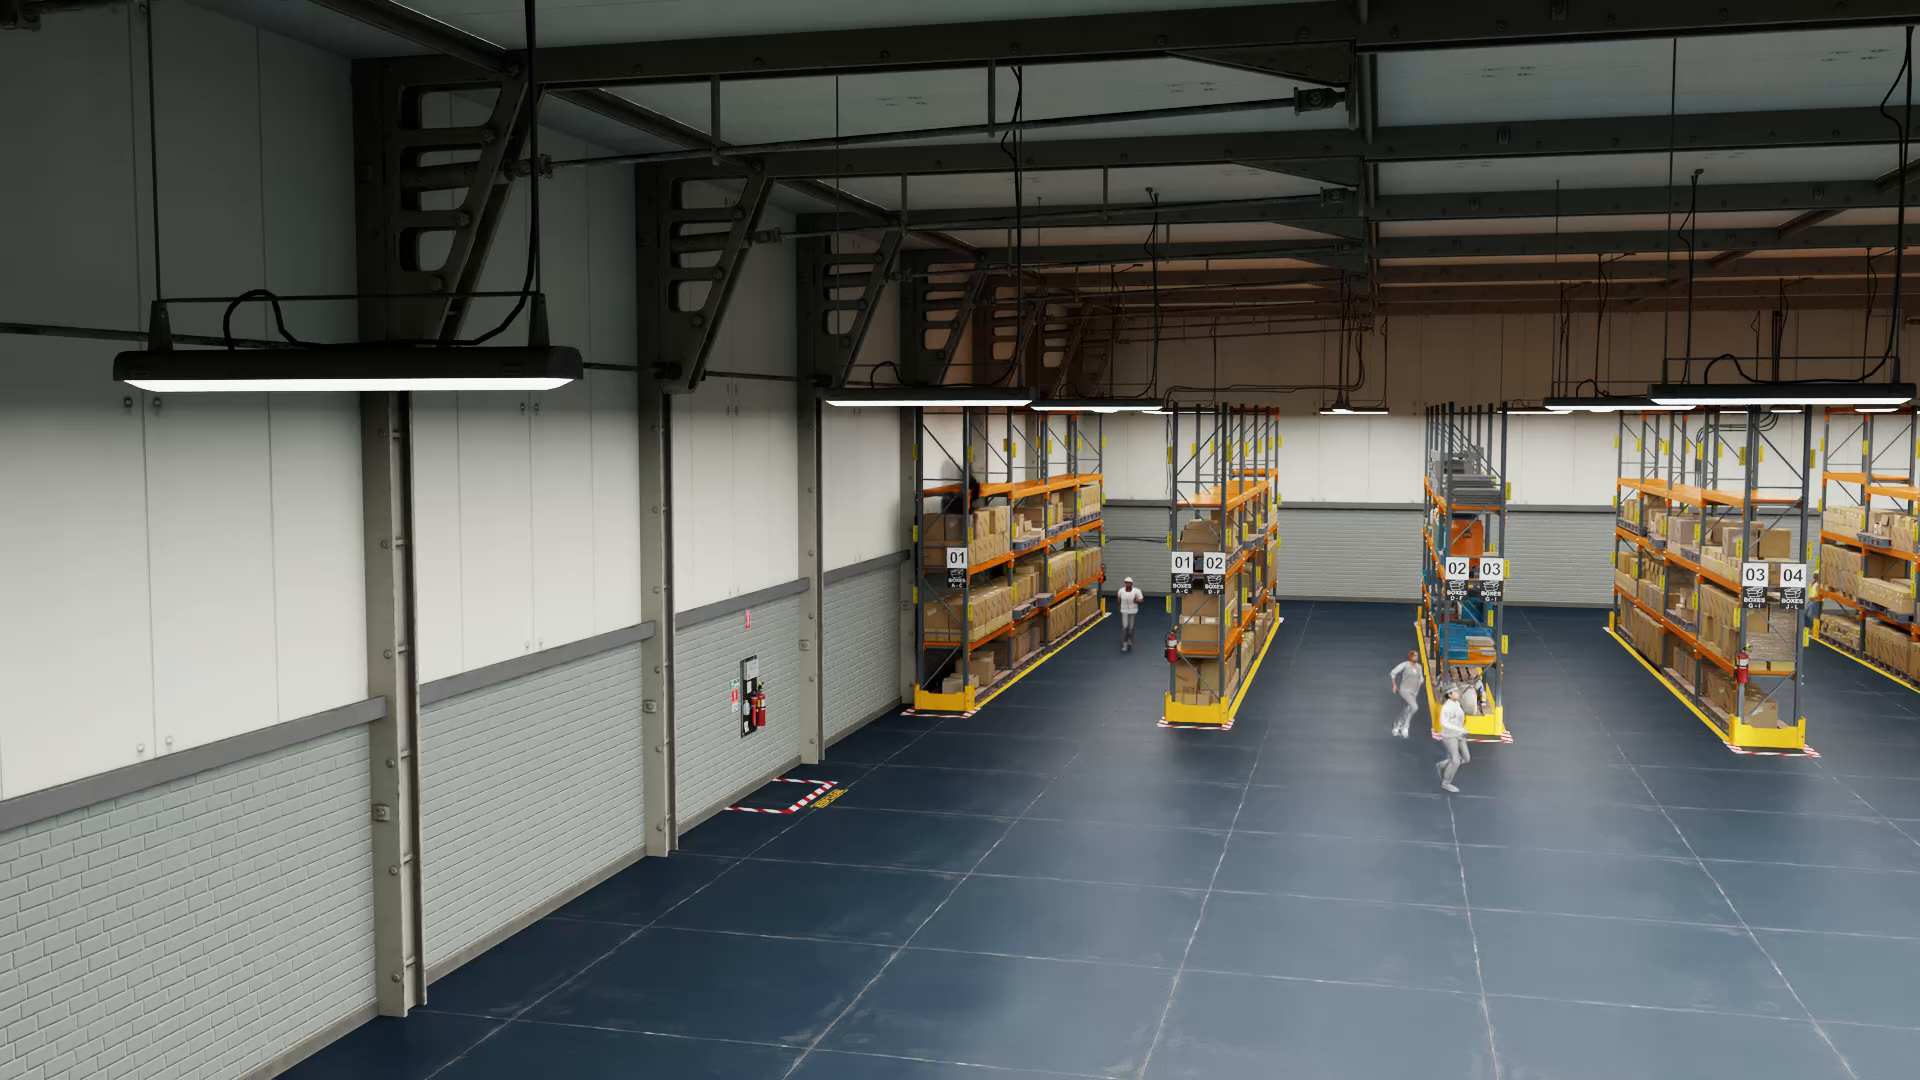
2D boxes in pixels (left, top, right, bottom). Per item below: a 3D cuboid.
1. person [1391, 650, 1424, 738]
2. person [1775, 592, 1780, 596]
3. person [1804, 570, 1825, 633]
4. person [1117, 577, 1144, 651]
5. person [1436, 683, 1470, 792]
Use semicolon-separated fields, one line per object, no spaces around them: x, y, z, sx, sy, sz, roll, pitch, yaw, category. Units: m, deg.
8.036;2.734;29.703;0.530;1.538;0.622;-2;5;-23;person
20.484;1.843;41.362;0.592;1.672;0.804;1;4;13;person
22.710;1.630;44.089;0.568;1.732;0.700;0;4;-1;person
4.198;1.823;41.035;0.664;1.833;0.783;1;4;9;person
7.560;3.018;25.495;0.561;1.658;0.658;3;5;38;person
